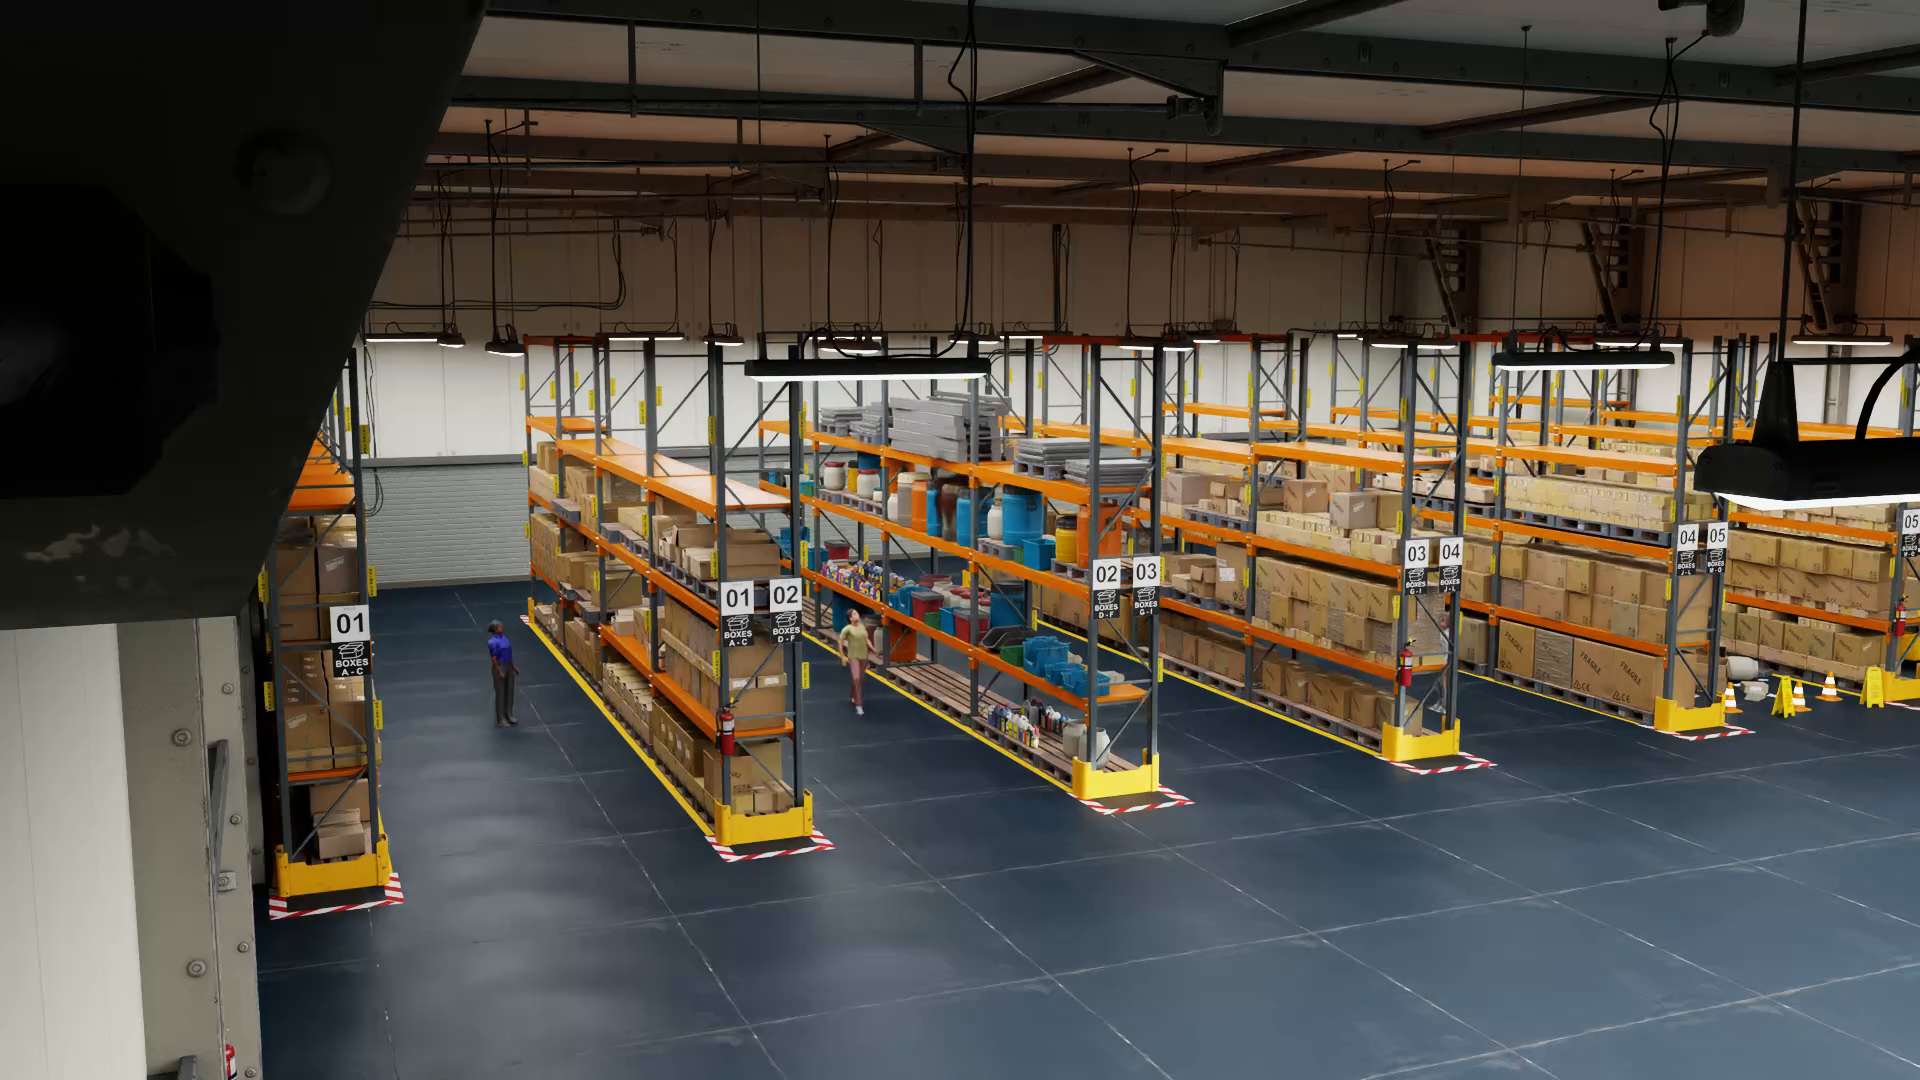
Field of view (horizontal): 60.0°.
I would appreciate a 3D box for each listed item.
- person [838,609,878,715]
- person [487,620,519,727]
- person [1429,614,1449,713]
[{"bbox_3d":[-1.677,1.947,27.044,0.578,1.654,0.932,-3,8,-21],"label":"person"},{"bbox_3d":[-7.121,2.075,26.068,0.455,1.676,0.503,4,9,27],"label":"person"},{"bbox_3d":[7.779,1.985,26.830,0.314,1.600,0.430,-1,8,-10],"label":"person"}]
